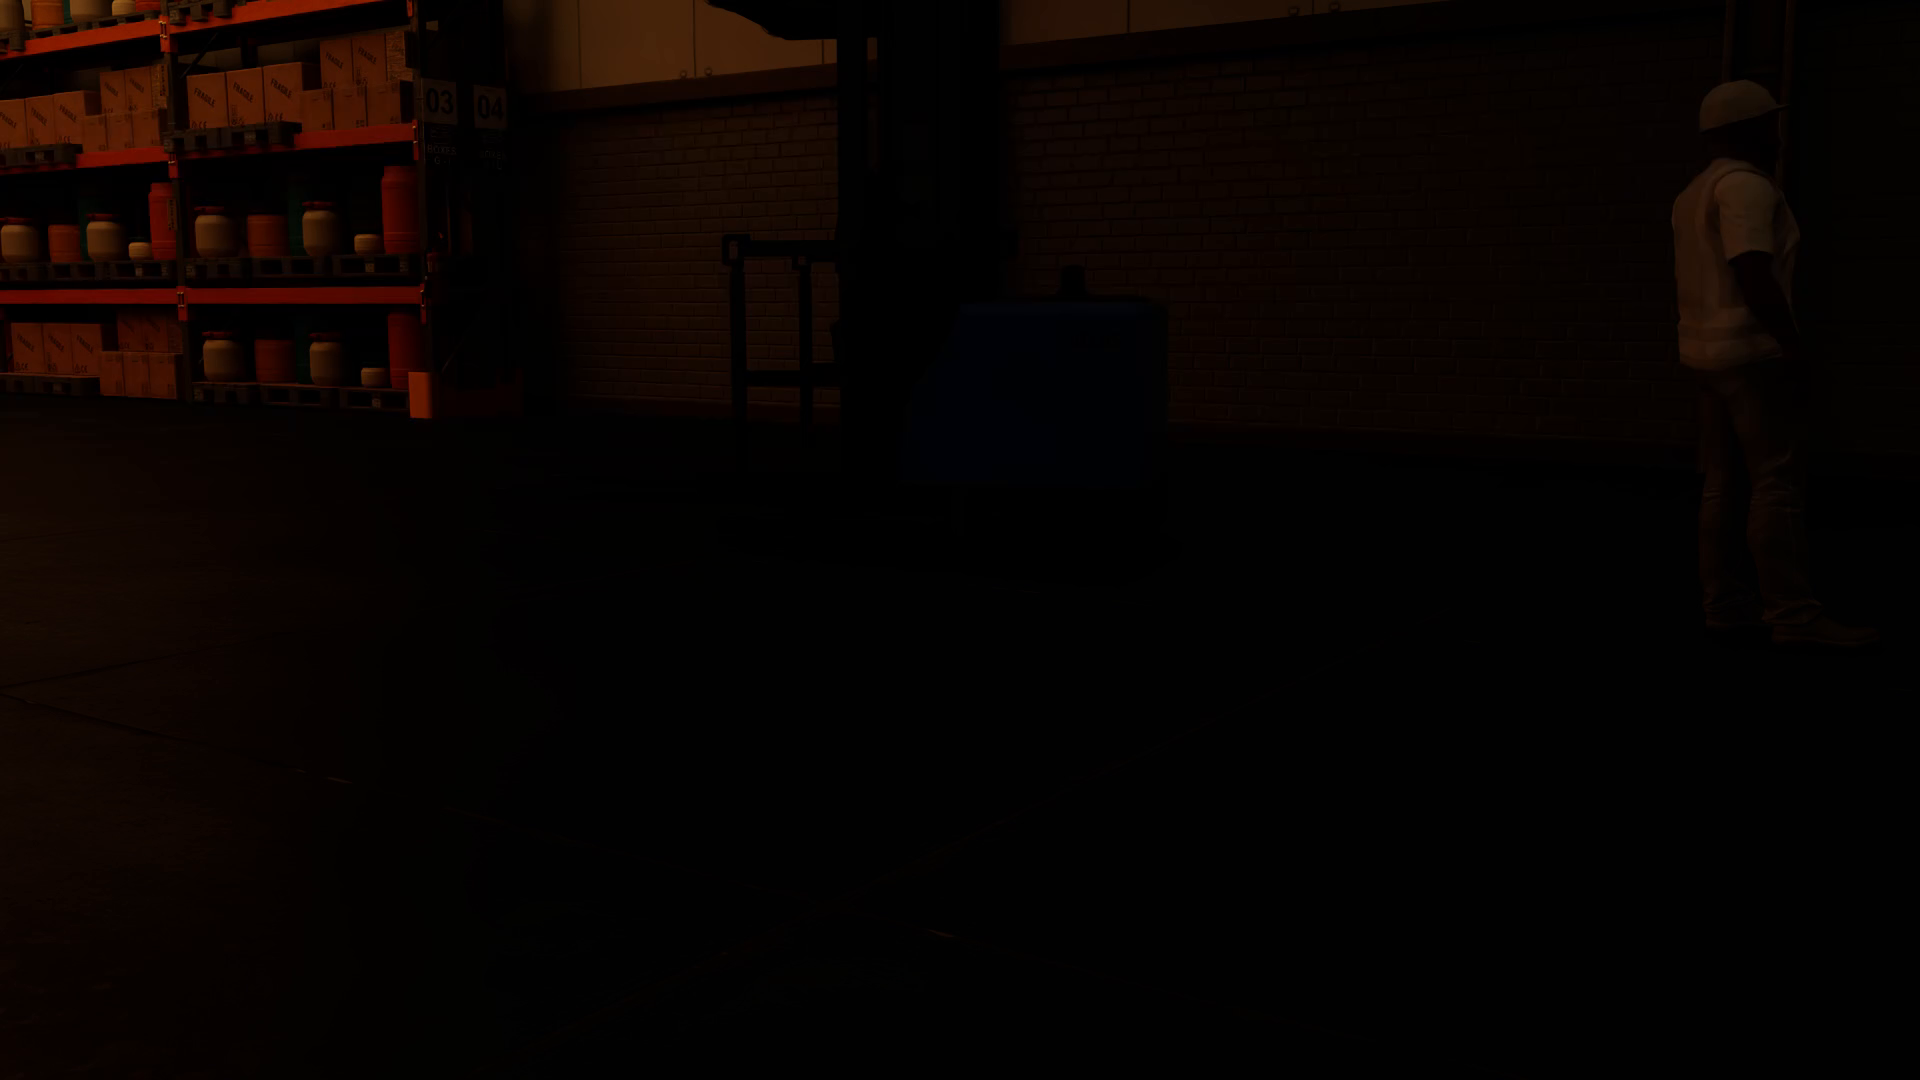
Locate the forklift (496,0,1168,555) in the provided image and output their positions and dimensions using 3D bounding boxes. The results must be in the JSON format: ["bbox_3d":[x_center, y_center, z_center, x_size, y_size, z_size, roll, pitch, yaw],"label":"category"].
[{"bbox_3d":[-0.596,-1.469,7.520,3.031,2.935,1.130,2,8,12],"label":"forklift"}]

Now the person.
[{"bbox_3d":[2.587,-0.576,5.331,0.577,1.765,0.666,0,8,3],"label":"person"}]
